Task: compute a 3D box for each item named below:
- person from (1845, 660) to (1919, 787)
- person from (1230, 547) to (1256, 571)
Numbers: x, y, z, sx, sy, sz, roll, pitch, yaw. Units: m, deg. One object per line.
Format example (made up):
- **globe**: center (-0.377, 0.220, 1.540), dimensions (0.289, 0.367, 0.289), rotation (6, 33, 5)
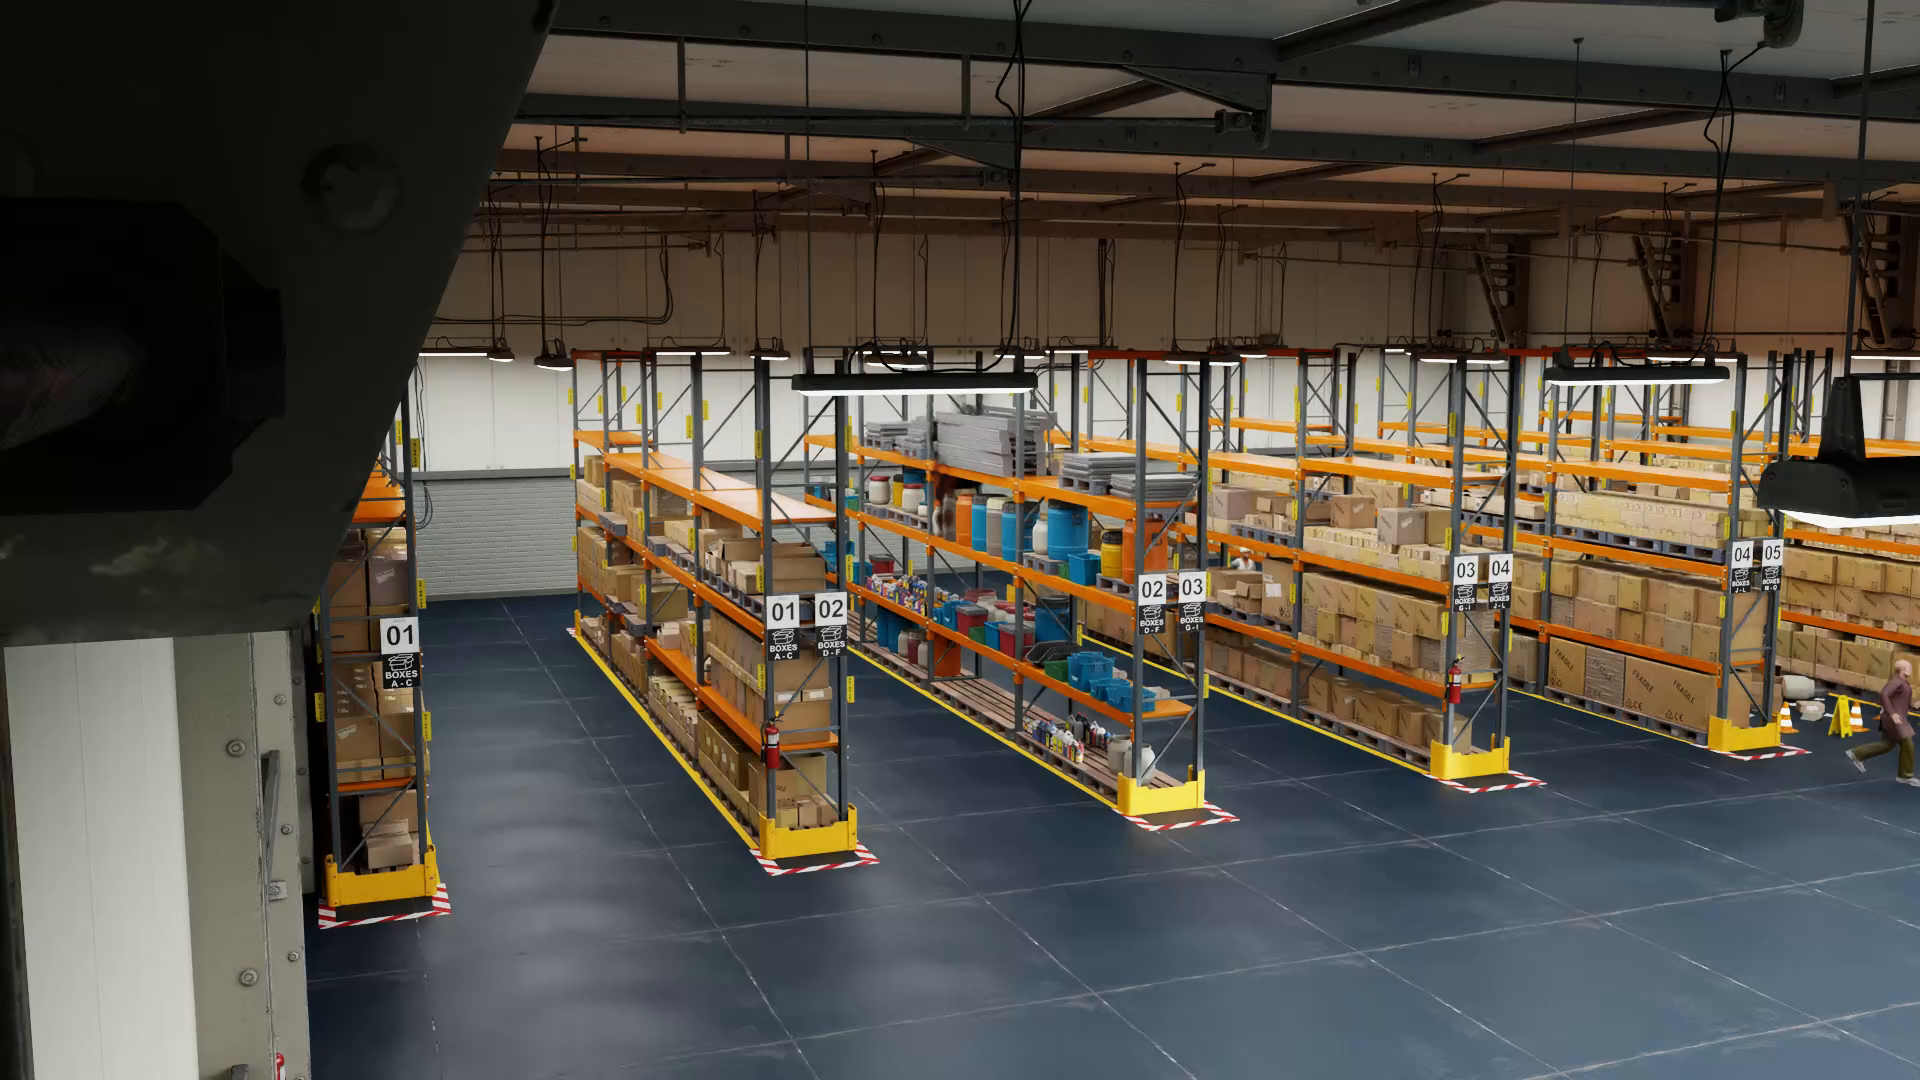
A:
- **person**: center (13.094, 2.550, 23.442), dimensions (1.019, 1.768, 0.683), rotation (4, 8, 27)
- **person**: center (6.152, 0.972, 36.033), dimensions (0.659, 1.681, 0.583), rotation (-3, 8, -23)
